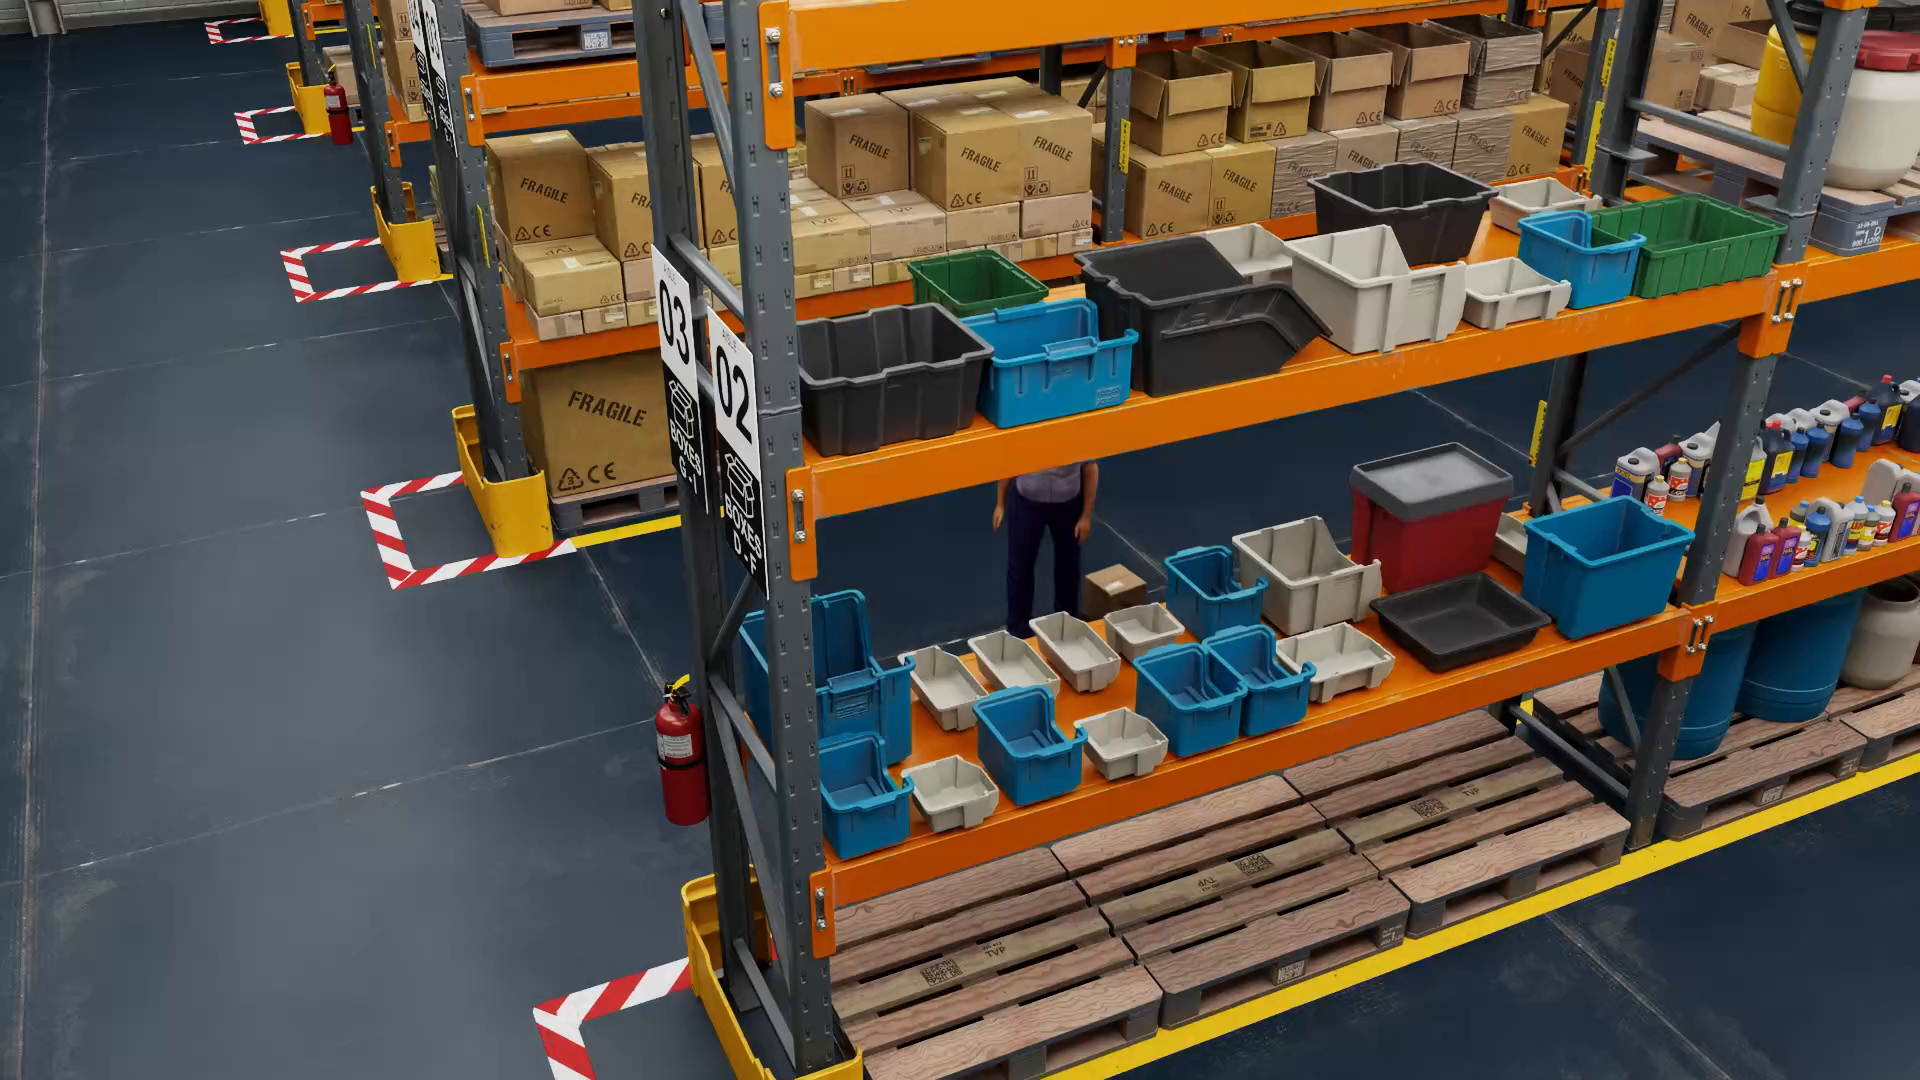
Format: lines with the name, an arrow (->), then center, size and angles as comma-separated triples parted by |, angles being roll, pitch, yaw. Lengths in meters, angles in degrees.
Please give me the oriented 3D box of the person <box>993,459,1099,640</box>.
person -> 0.454, -0.140, 8.668 | 0.568, 1.634, 0.580 | 3, 30, 5
